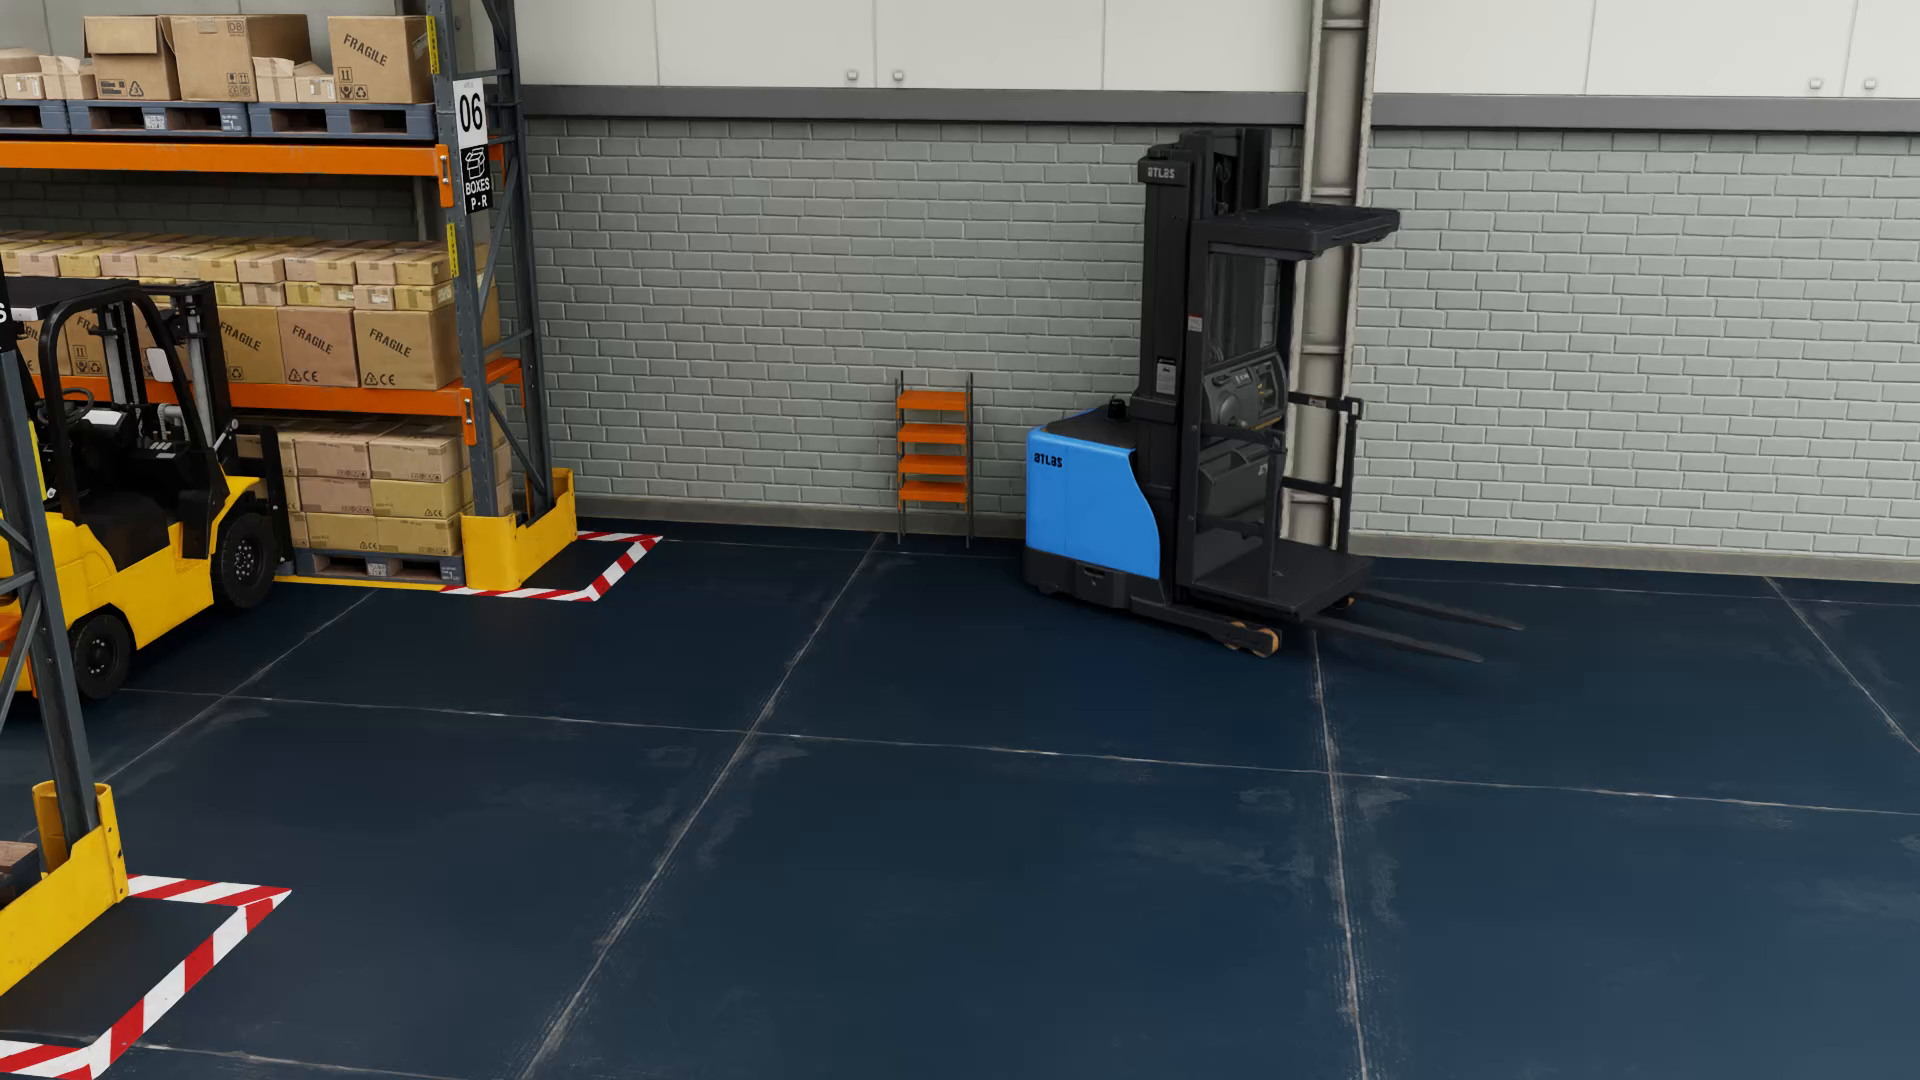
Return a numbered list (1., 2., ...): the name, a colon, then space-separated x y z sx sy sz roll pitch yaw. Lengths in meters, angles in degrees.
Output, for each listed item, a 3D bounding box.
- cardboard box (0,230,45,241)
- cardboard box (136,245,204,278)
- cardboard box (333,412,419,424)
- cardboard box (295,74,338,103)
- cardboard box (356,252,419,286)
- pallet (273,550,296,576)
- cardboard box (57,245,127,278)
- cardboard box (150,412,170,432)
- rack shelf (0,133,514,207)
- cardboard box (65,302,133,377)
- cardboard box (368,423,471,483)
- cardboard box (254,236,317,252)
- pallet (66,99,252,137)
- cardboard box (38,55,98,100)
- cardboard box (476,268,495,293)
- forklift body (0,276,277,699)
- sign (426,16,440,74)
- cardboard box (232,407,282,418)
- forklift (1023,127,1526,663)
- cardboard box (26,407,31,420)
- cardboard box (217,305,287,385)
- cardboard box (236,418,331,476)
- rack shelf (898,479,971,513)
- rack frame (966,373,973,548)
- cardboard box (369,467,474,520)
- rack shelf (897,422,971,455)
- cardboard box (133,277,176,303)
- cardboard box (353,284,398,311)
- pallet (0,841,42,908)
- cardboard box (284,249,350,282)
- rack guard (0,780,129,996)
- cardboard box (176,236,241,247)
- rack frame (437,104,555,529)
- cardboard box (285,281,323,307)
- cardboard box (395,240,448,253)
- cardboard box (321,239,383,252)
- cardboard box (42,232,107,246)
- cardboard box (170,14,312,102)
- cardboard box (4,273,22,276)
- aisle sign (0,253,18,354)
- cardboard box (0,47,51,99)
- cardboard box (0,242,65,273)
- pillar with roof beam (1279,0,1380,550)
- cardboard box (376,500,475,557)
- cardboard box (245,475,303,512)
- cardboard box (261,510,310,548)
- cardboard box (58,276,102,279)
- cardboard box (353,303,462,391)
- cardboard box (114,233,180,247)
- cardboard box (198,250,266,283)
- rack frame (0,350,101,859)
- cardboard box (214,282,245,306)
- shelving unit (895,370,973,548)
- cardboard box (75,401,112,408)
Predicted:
1. cardboard box: -6.587 -2.055 11.569 0.250 0.149 0.380 3 19 9
2. cardboard box: -5.149 -1.820 10.868 0.250 0.149 0.380 3 19 9
3. cardboard box: -3.940 -0.756 11.431 0.500 0.250 0.500 3 19 9
4. cardboard box: -3.867 -2.776 10.220 0.250 0.149 0.380 2 19 7
5. cardboard box: -3.637 -1.730 10.597 0.250 0.149 0.380 3 19 9
6. pallet: -4.964 -0.044 11.602 1.213 0.211 1.003 3 19 9
7. cardboard box: -5.659 -1.823 10.875 0.250 0.149 0.380 3 19 8
8. cardboard box: -5.526 -0.677 11.194 0.500 0.250 0.500 4 19 11
9. rack shelf: -4.976 -2.461 10.838 4.000 0.370 1.077 3 19 9
10. cardboard box: -5.537 -1.378 11.035 0.500 0.500 0.500 3 19 8
11. cardboard box: -3.505 -0.574 10.887 0.500 0.250 0.500 4 19 10
12. cardboard box: -4.564 -1.958 11.280 0.250 0.149 0.380 2 19 7
13. pallet: -4.903 -2.764 10.748 1.213 0.211 1.003 3 19 9
14. cardboard box: -5.533 -2.916 10.455 0.258 0.266 0.396 2 19 7
15. cardboard box: -3.295 -1.732 11.074 0.250 0.149 0.380 2 19 7
16. forklift body: -5.163 -0.400 9.610 1.214 2.155 2.313 3 19 9
17. sign: -3.101 -2.915 9.789 0.005 0.325 0.100 3 19 9
18. cardboard box: -4.936 -0.812 11.600 0.500 0.250 0.500 3 19 8
19. forklift: 1.875 -0.893 9.851 3.031 2.935 1.130 14 23 36
20. cardboard box: -6.523 -0.727 11.345 0.500 0.250 0.500 3 19 8
21. cardboard box: -4.545 -1.324 10.874 0.500 0.500 0.500 3 19 8
22. cardboard box: -4.510 -0.620 11.025 0.500 0.250 0.500 3 19 9
23. rack shelf: -0.172 -0.310 11.665 0.480 0.148 0.258 3 20 8
24. rack frame: 0.068 -0.548 11.538 0.015 1.200 0.240 3 20 8
25. cardboard box: -3.531 -0.338 10.969 0.500 0.250 0.500 3 19 8
26. rack shelf: -0.174 -0.707 11.519 0.480 0.148 0.258 3 20 8
27. cardboard box: -5.154 -1.653 10.836 0.250 0.149 0.380 3 19 8
28. cardboard box: -3.645 -1.567 10.580 0.250 0.149 0.380 3 19 10
29. pallet: -4.656 1.543 6.860 1.213 0.211 1.003 3 19 9
30. cardboard box: -4.133 -1.770 10.718 0.250 0.149 0.380 3 19 9
31. rack guard: -3.860 1.458 6.658 0.348 0.500 1.175 3 19 9
32. cardboard box: -5.083 -1.958 11.279 0.250 0.149 0.380 3 19 10
33. rack frame: -3.001 -1.279 10.899 0.127 3.000 1.000 3 19 9
34. cardboard box: -4.134 -1.616 10.724 0.250 0.149 0.380 3 19 8
35. cardboard box: -3.551 -1.892 11.082 0.250 0.149 0.380 4 19 11
36. cardboard box: -4.057 -1.909 11.132 0.250 0.149 0.380 3 19 9
37. cardboard box: -6.083 -2.020 11.465 0.250 0.149 0.380 3 19 8
38. cardboard box: -4.472 -3.024 10.410 0.500 0.500 0.700 3 19 9
39. cardboard box: -6.160 -1.720 11.037 0.250 0.149 0.380 3 19 9
40. aisle sign: -3.674 -1.051 6.119 0.004 0.787 0.394 3 19 9
41. cardboard box: -6.168 -2.989 10.603 0.500 0.311 0.500 3 19 10
42. cardboard box: -6.157 -1.873 11.024 0.250 0.149 0.380 3 19 8
43. pillar with roof beam: 1.696 -2.791 5.962 0.400 9.000 9.100 3 19 9
44. cardboard box: -3.515 -0.099 11.043 0.500 0.250 0.500 3 19 9
45. cardboard box: -4.538 -0.386 11.113 0.500 0.250 0.500 2 19 7
46. cardboard box: -4.497 -0.155 11.210 0.500 0.250 0.500 3 19 9
47. cardboard box: -5.669 -1.671 10.889 0.250 0.149 0.380 3 19 8
48. cardboard box: -3.529 -1.269 10.711 0.500 0.500 0.500 3 19 7
49. cardboard box: -5.573 -2.008 11.428 0.250 0.149 0.380 3 19 8
50. cardboard box: -4.664 -1.760 10.687 0.250 0.149 0.380 3 19 10
51. rack frame: -3.785 0.276 6.250 0.127 3.000 1.000 3 19 9
52. cardboard box: -4.658 -1.621 10.740 0.250 0.149 0.380 3 19 9
53. shelving unit: -0.173 -0.560 11.573 0.503 1.200 0.258 3 20 8
54. cardboard box: -5.931 -0.865 11.756 0.500 0.250 0.500 3 19 8
